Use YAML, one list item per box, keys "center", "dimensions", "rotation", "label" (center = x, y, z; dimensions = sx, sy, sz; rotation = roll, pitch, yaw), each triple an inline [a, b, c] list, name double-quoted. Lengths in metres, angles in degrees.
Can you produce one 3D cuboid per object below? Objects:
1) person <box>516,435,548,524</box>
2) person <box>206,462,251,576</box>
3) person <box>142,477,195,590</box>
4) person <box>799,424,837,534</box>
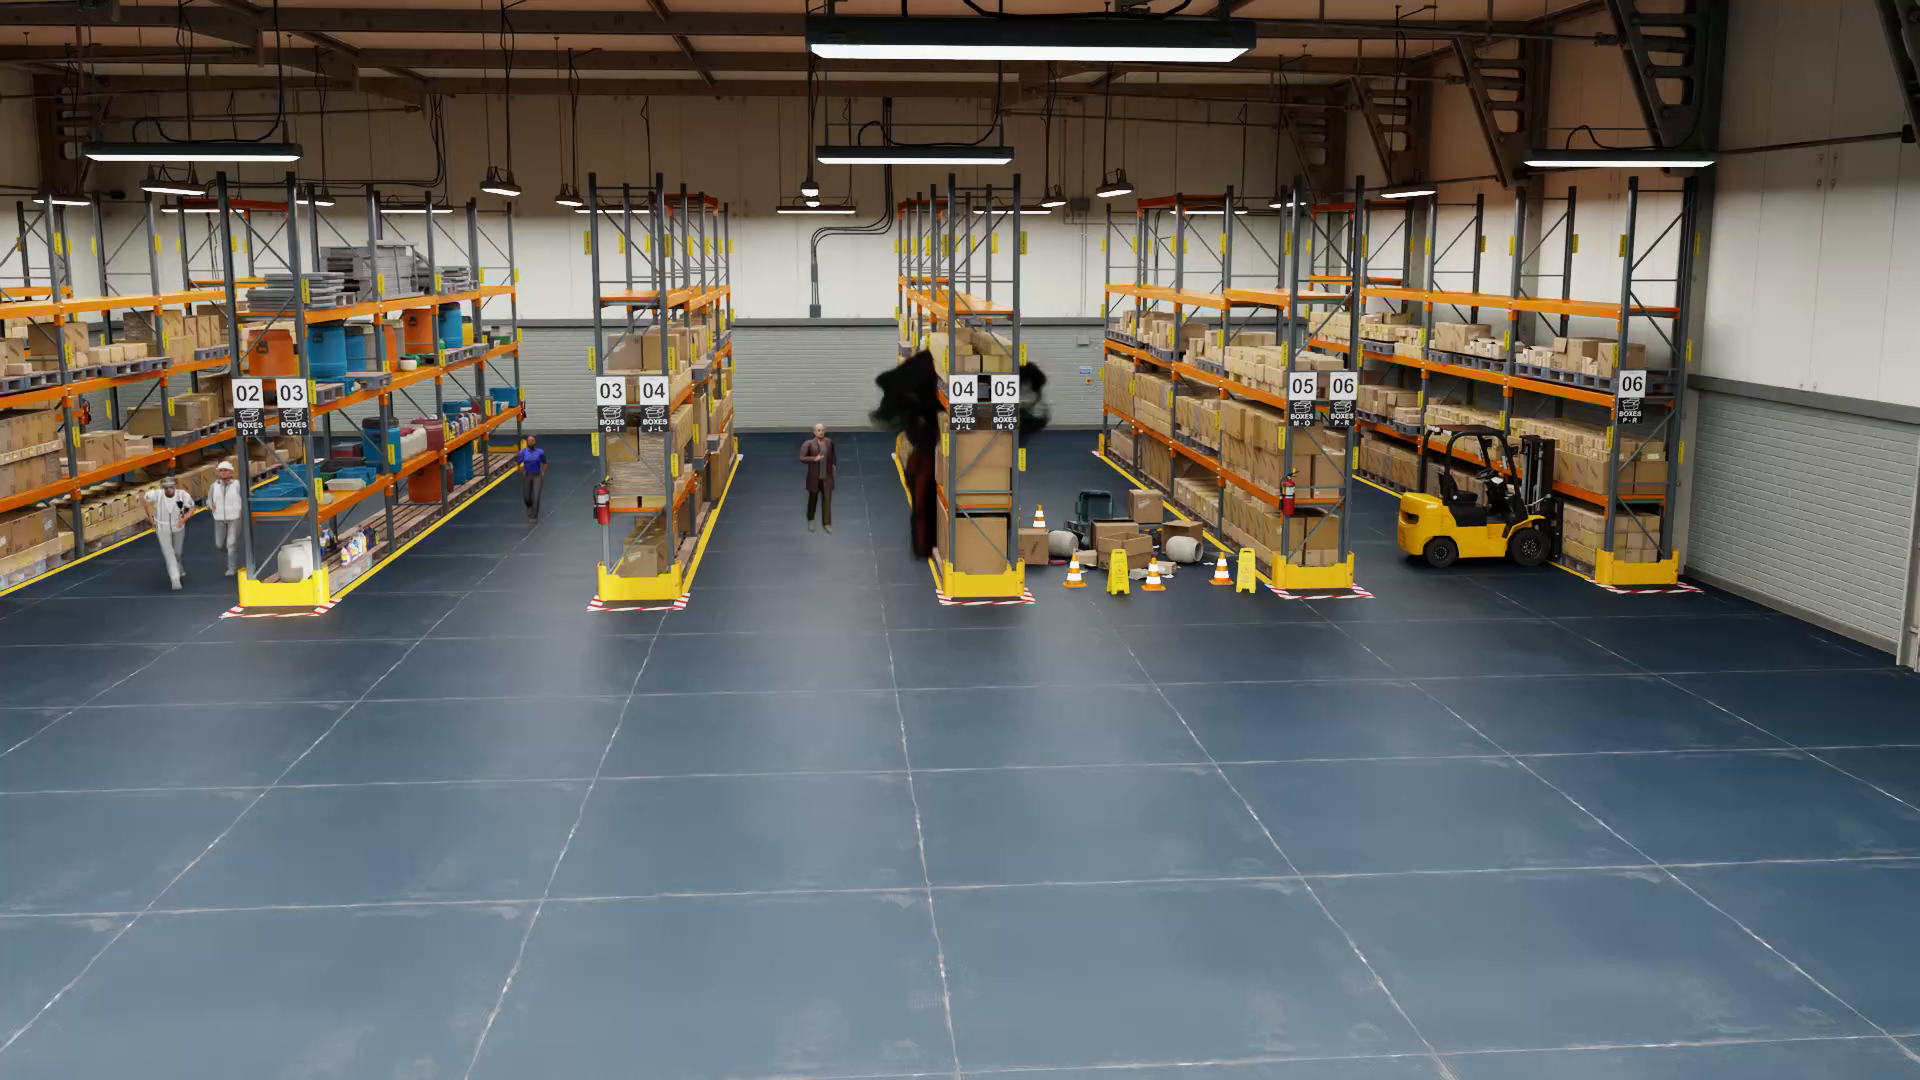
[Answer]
- center: [-7.811, -1.117, 30.422]
  dimensions: [0.562, 1.596, 0.589]
  rotation: [-3, 10, -15]
  label: "person"
- center: [-11.278, -0.345, 25.682]
  dimensions: [0.669, 1.733, 0.760]
  rotation: [-1, 10, -6]
  label: "person"
- center: [-11.787, -0.139, 24.855]
  dimensions: [0.704, 1.720, 1.029]
  rotation: [-5, 11, -24]
  label: "person"
- center: [-2.341, -1.014, 27.631]
  dimensions: [0.716, 1.845, 0.952]
  rotation: [-4, 11, -23]
  label: "person"
